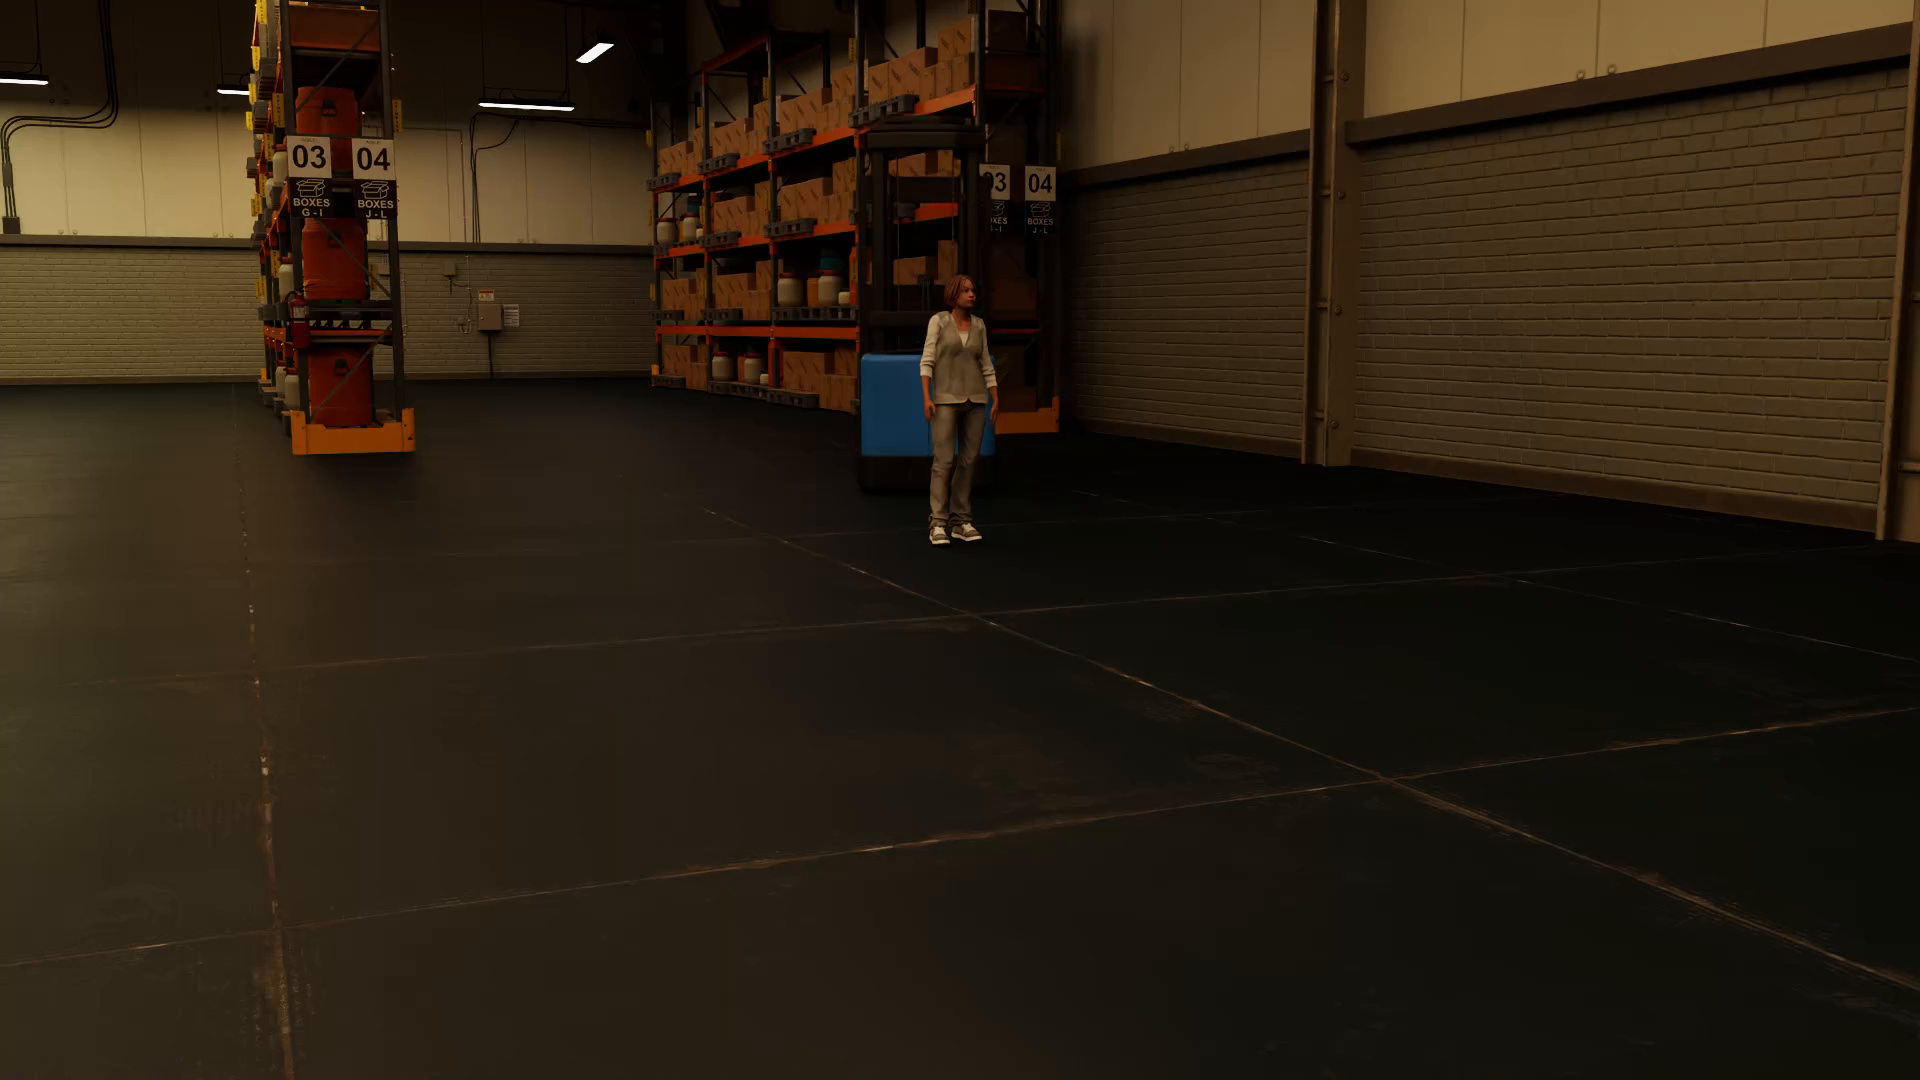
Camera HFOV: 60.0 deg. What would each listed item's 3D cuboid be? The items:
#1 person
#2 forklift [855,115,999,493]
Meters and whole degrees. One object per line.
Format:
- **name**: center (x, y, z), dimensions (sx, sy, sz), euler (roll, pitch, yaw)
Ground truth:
- **person**: center (0.017, -0.789, 9.975), dimensions (0.521, 1.599, 0.473), euler (-3, 8, -23)
- **forklift**: center (-0.301, -1.979, 13.949), dimensions (1.130, 2.935, 3.031), euler (0, 8, -2)
